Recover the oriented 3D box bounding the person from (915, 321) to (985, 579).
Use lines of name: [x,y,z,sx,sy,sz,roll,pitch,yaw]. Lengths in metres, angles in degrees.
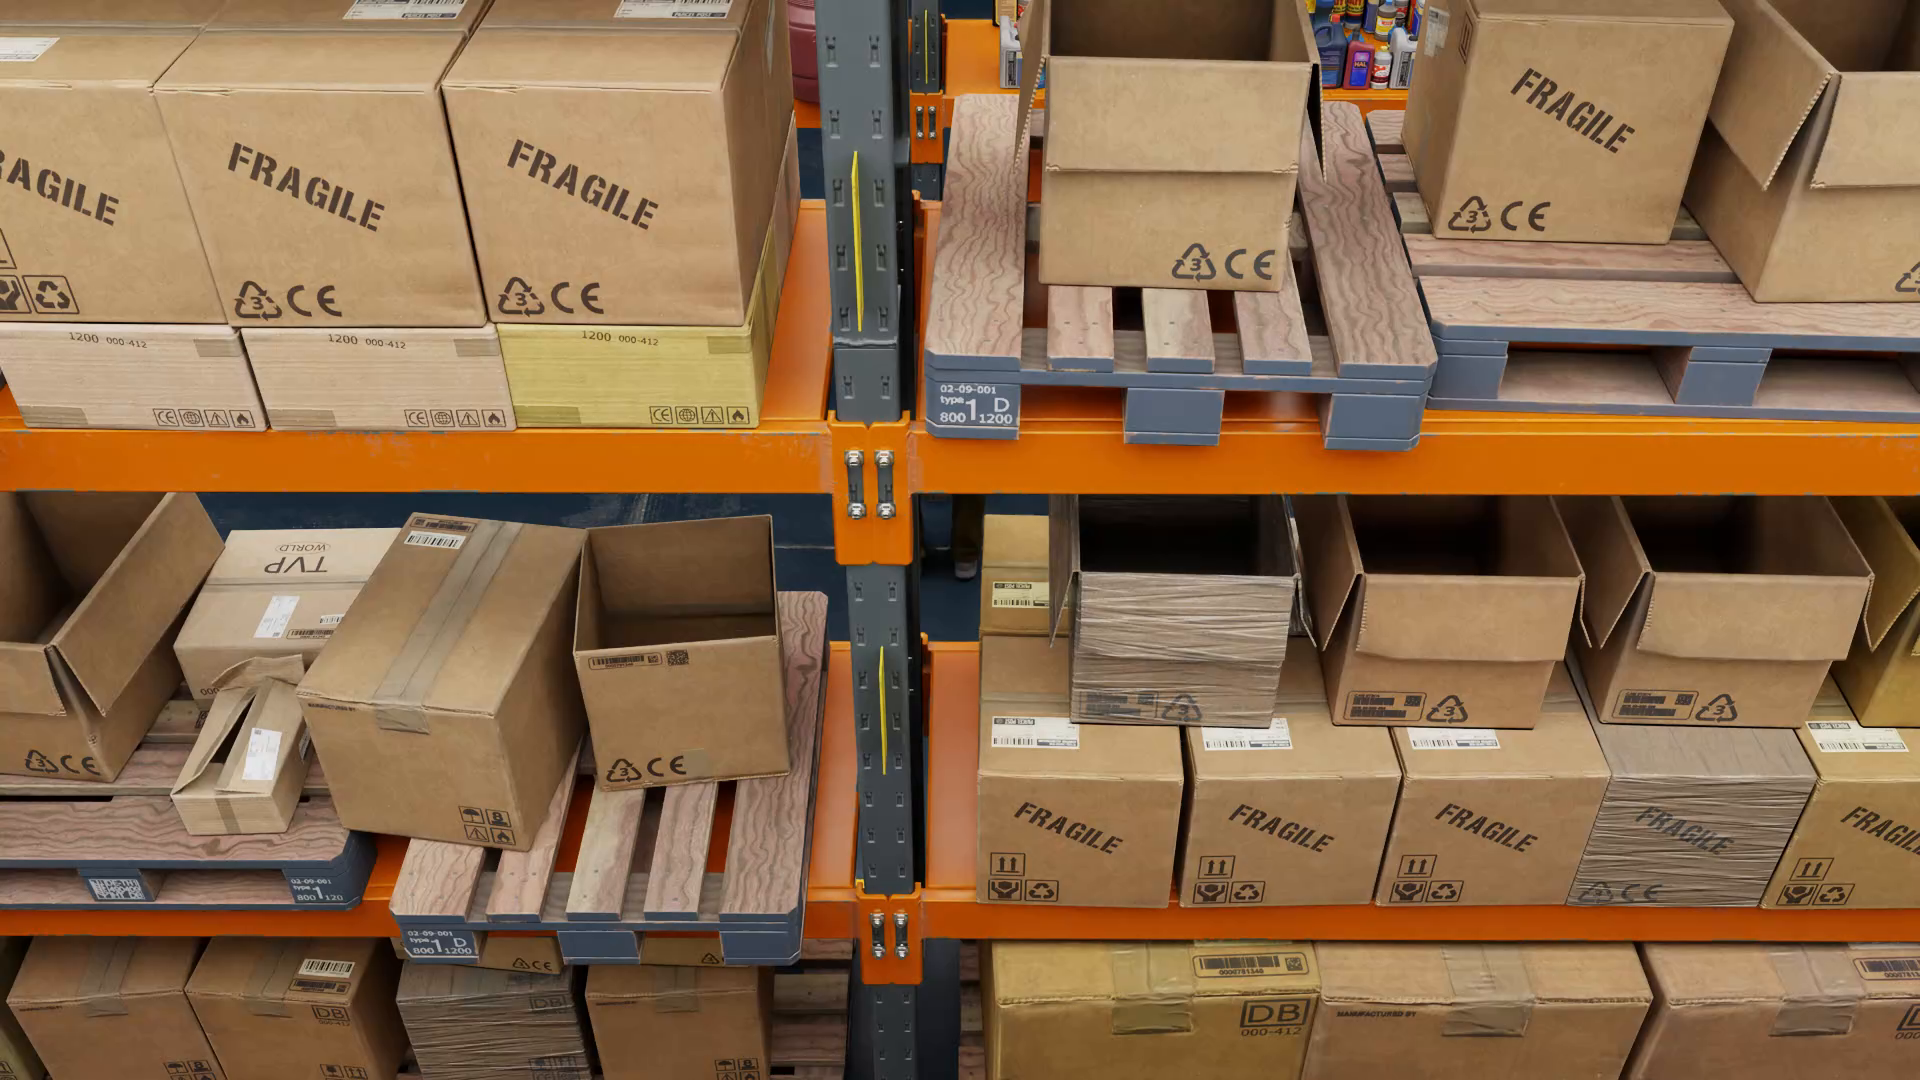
person: [-0.135,-0.564,7.004,0.620,1.606,0.564,0,39,1]
